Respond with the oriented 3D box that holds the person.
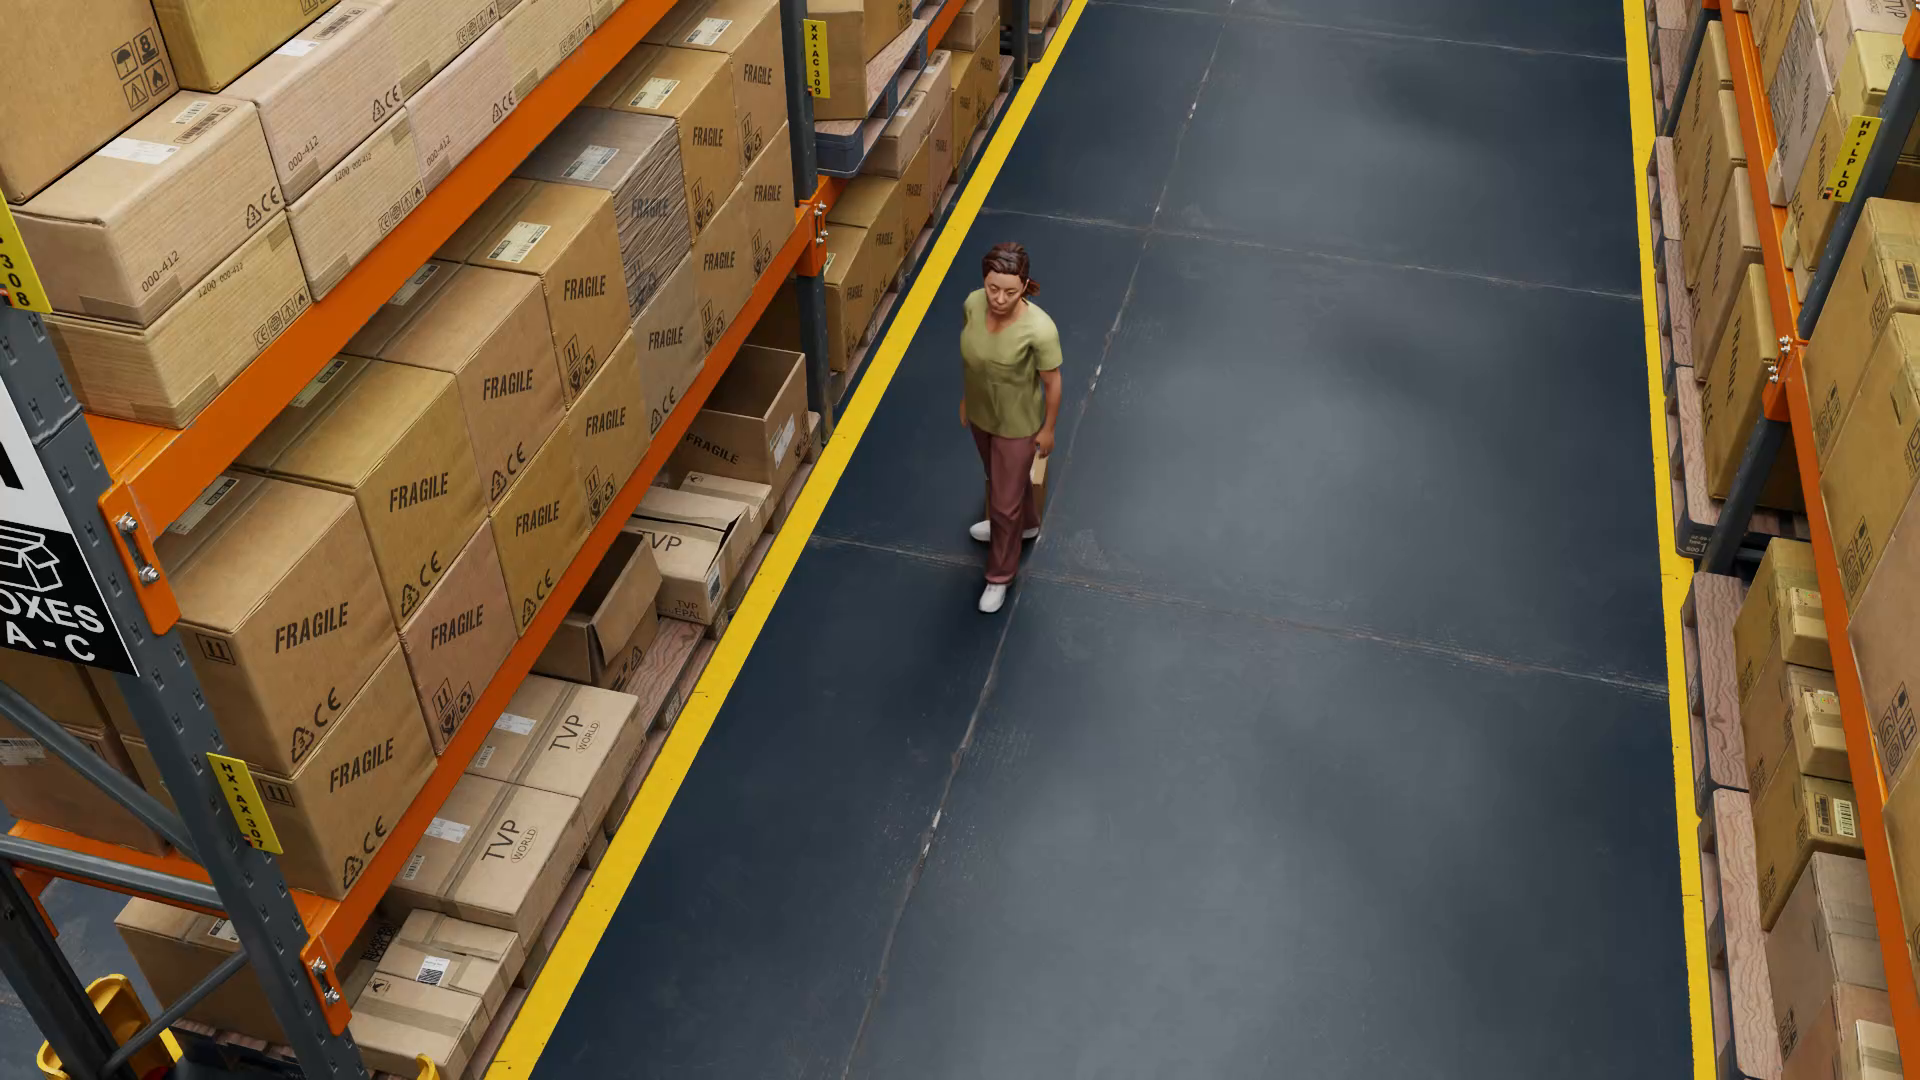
[{"bbox_3d":[0.185,-0.502,6.738,0.477,1.666,0.568,31,50,30],"label":"person"}]
